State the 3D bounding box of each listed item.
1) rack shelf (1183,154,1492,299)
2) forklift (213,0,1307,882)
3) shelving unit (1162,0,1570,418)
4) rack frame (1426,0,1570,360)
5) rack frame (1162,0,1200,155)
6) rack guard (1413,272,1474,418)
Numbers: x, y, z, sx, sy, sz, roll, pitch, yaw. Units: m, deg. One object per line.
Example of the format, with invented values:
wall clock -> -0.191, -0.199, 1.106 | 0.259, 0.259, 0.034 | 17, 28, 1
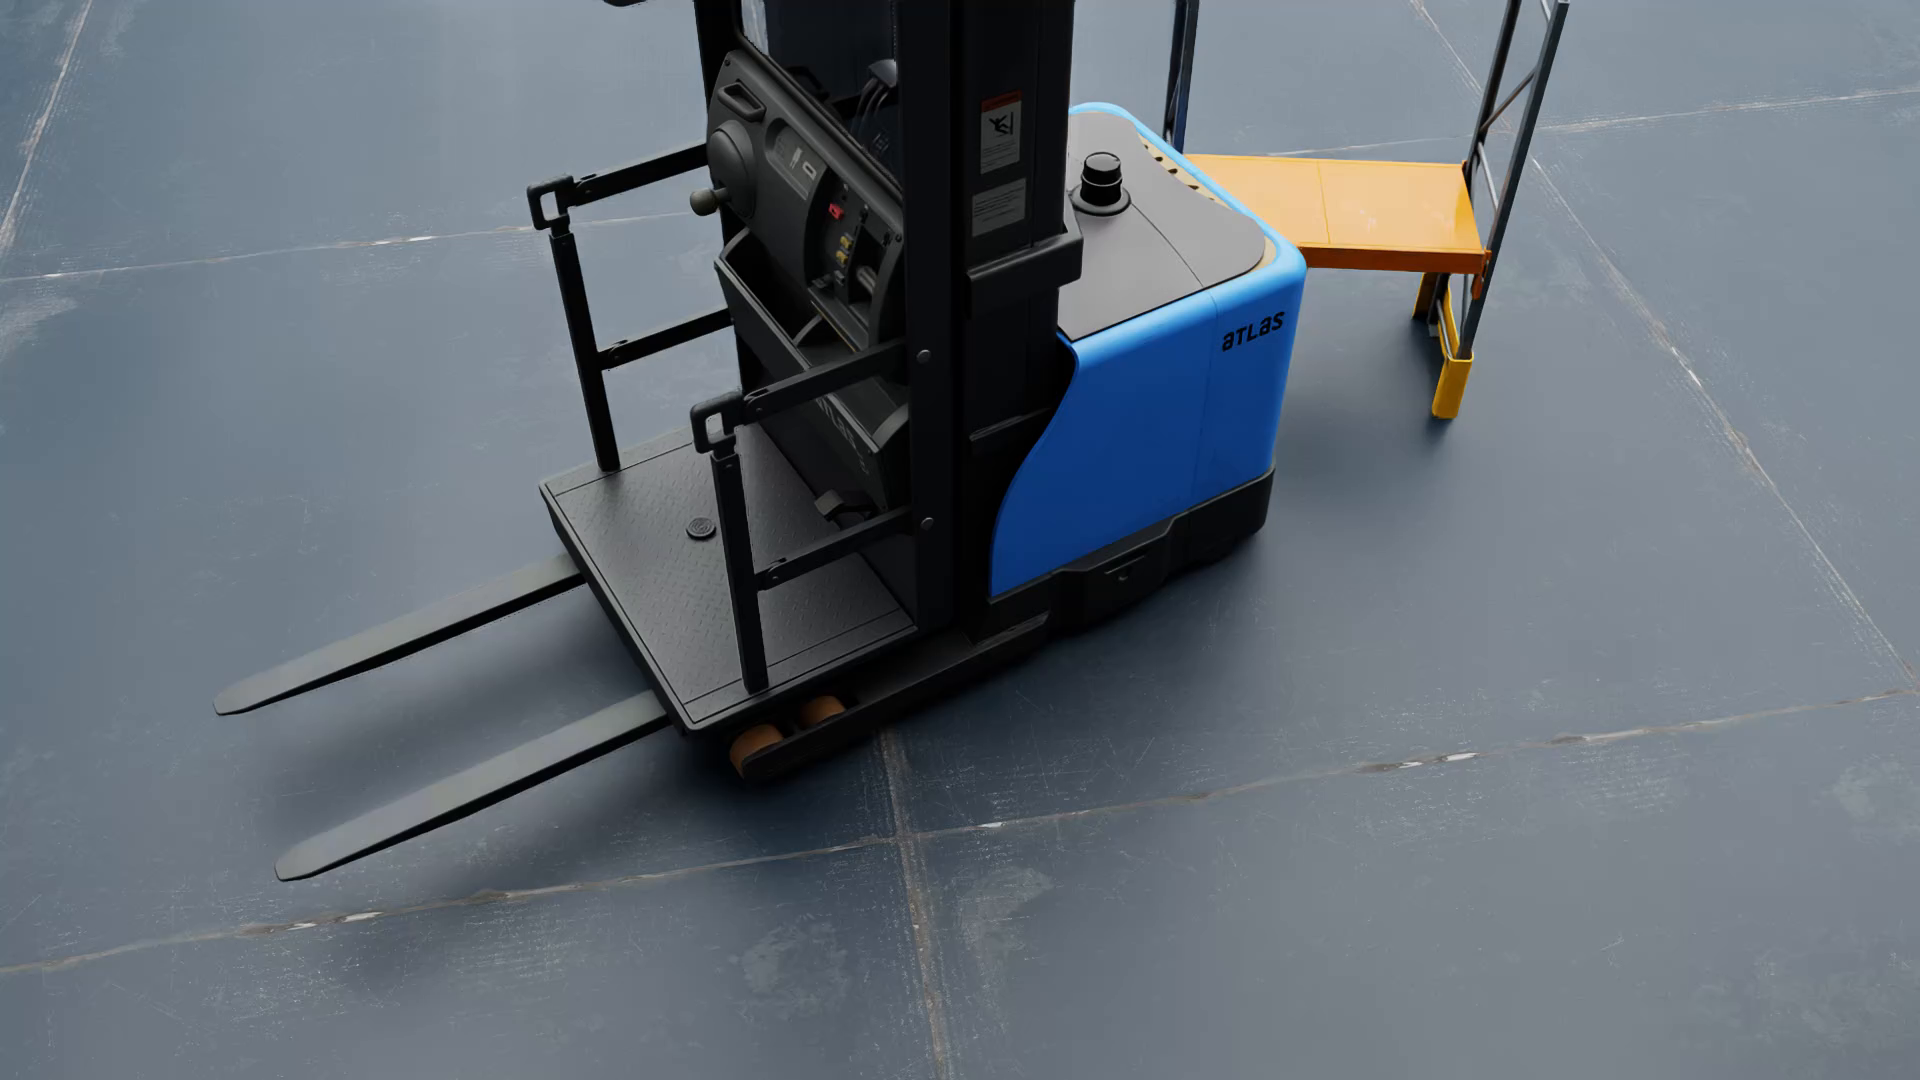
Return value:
rack shelf -> 1.182, -1.044, 5.465 | 1.000, 0.185, 0.538 | 3, 46, 3
forklift -> -0.565, -0.785, 3.971 | 3.031, 2.935, 1.130 | -24, 50, -21
shelving unit -> 1.173, -1.170, 5.336 | 1.083, 1.500, 0.587 | 3, 46, 3
rack frame -> 1.689, -1.145, 5.312 | 0.032, 1.500, 0.500 | 3, 46, 3
rack frame -> 0.675, -1.194, 5.358 | 0.032, 1.500, 0.500 | 3, 46, 3
rack guard -> 1.670, -0.712, 5.763 | 0.087, 0.250, 0.587 | 3, 46, 3
